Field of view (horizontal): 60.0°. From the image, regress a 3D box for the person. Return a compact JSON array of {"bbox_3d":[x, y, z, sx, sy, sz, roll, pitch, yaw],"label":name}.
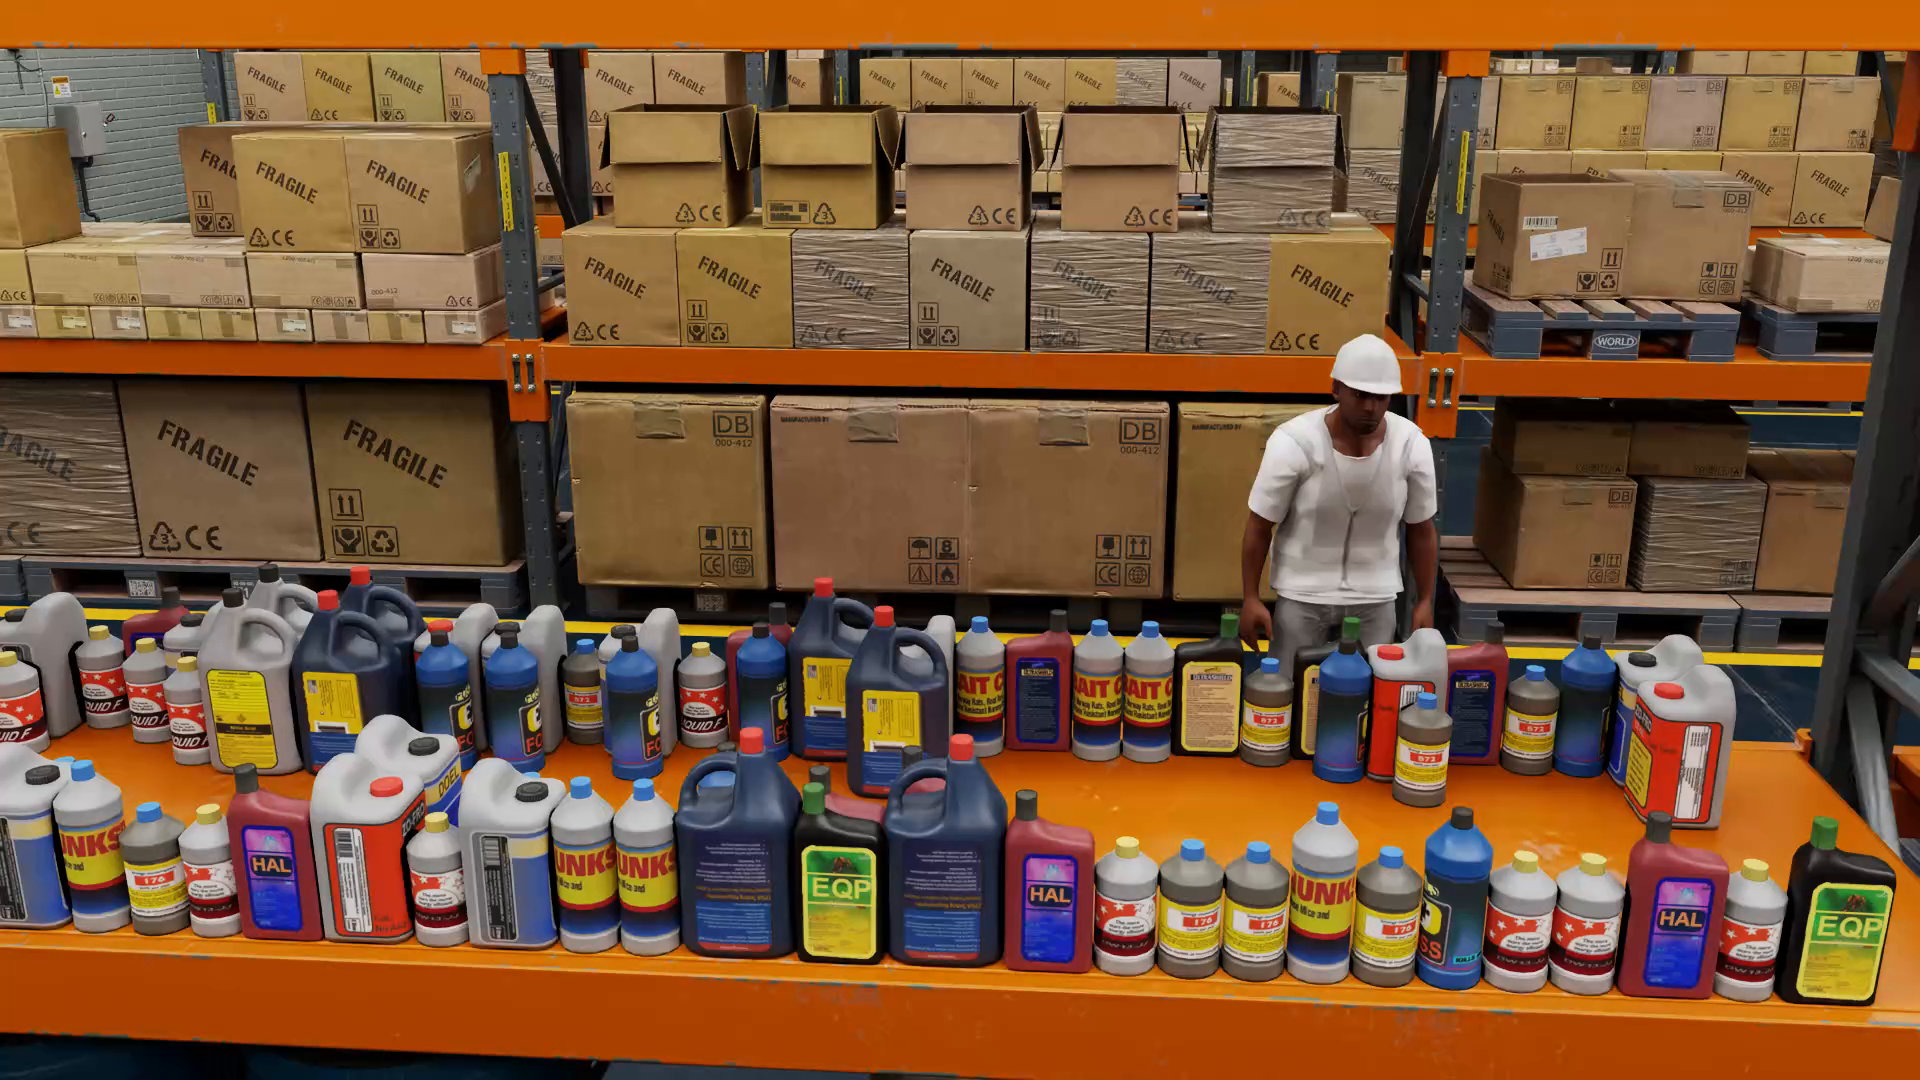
[{"bbox_3d":[1.209,0.202,5.374,0.632,1.760,0.463,1,17,3],"label":"person"}]
